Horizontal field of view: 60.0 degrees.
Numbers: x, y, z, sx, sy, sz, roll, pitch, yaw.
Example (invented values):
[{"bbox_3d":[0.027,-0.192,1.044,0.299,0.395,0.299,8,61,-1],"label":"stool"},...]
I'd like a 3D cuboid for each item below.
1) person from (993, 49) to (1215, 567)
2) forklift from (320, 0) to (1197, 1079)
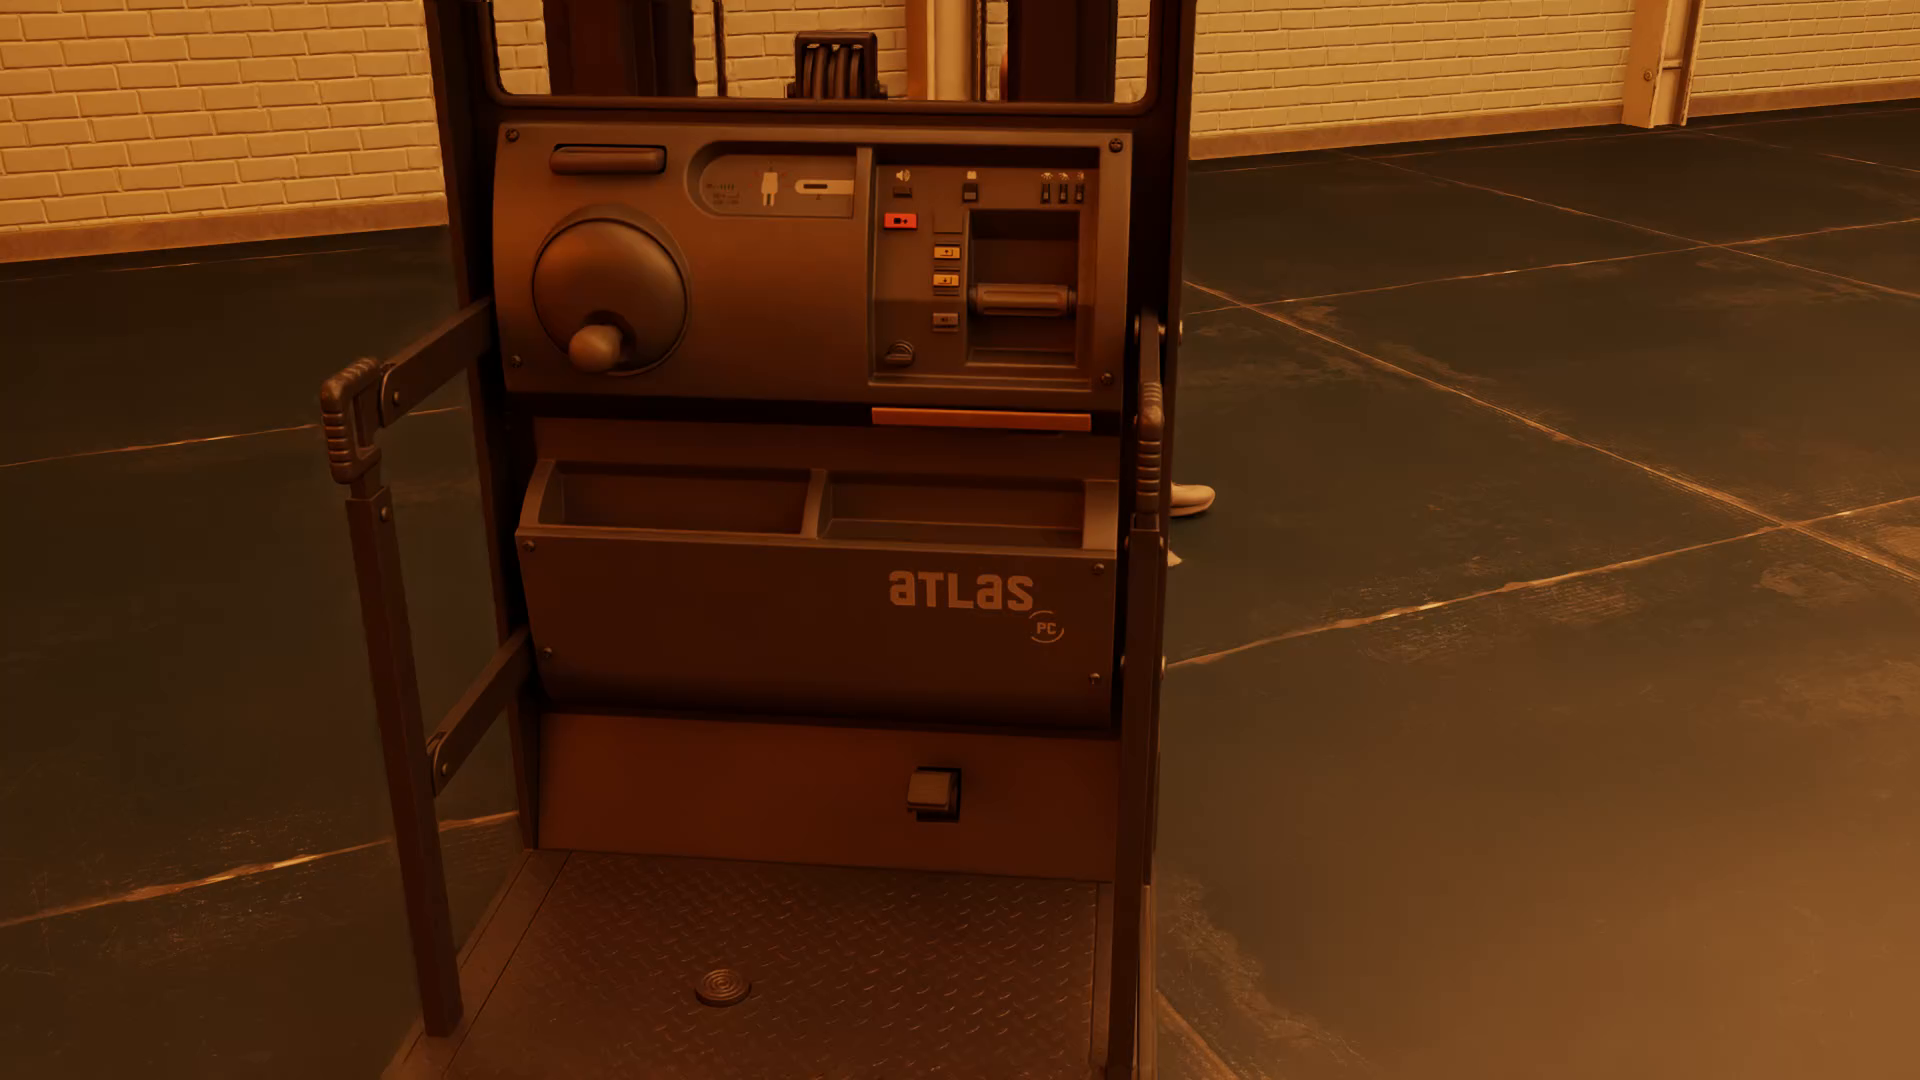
[{"bbox_3d":[0.345,-0.690,4.911,0.947,1.565,0.833,-16,28,-34],"label":"person"},{"bbox_3d":[-0.240,-0.388,2.220,1.130,2.935,3.031,2,23,5],"label":"forklift"}]
